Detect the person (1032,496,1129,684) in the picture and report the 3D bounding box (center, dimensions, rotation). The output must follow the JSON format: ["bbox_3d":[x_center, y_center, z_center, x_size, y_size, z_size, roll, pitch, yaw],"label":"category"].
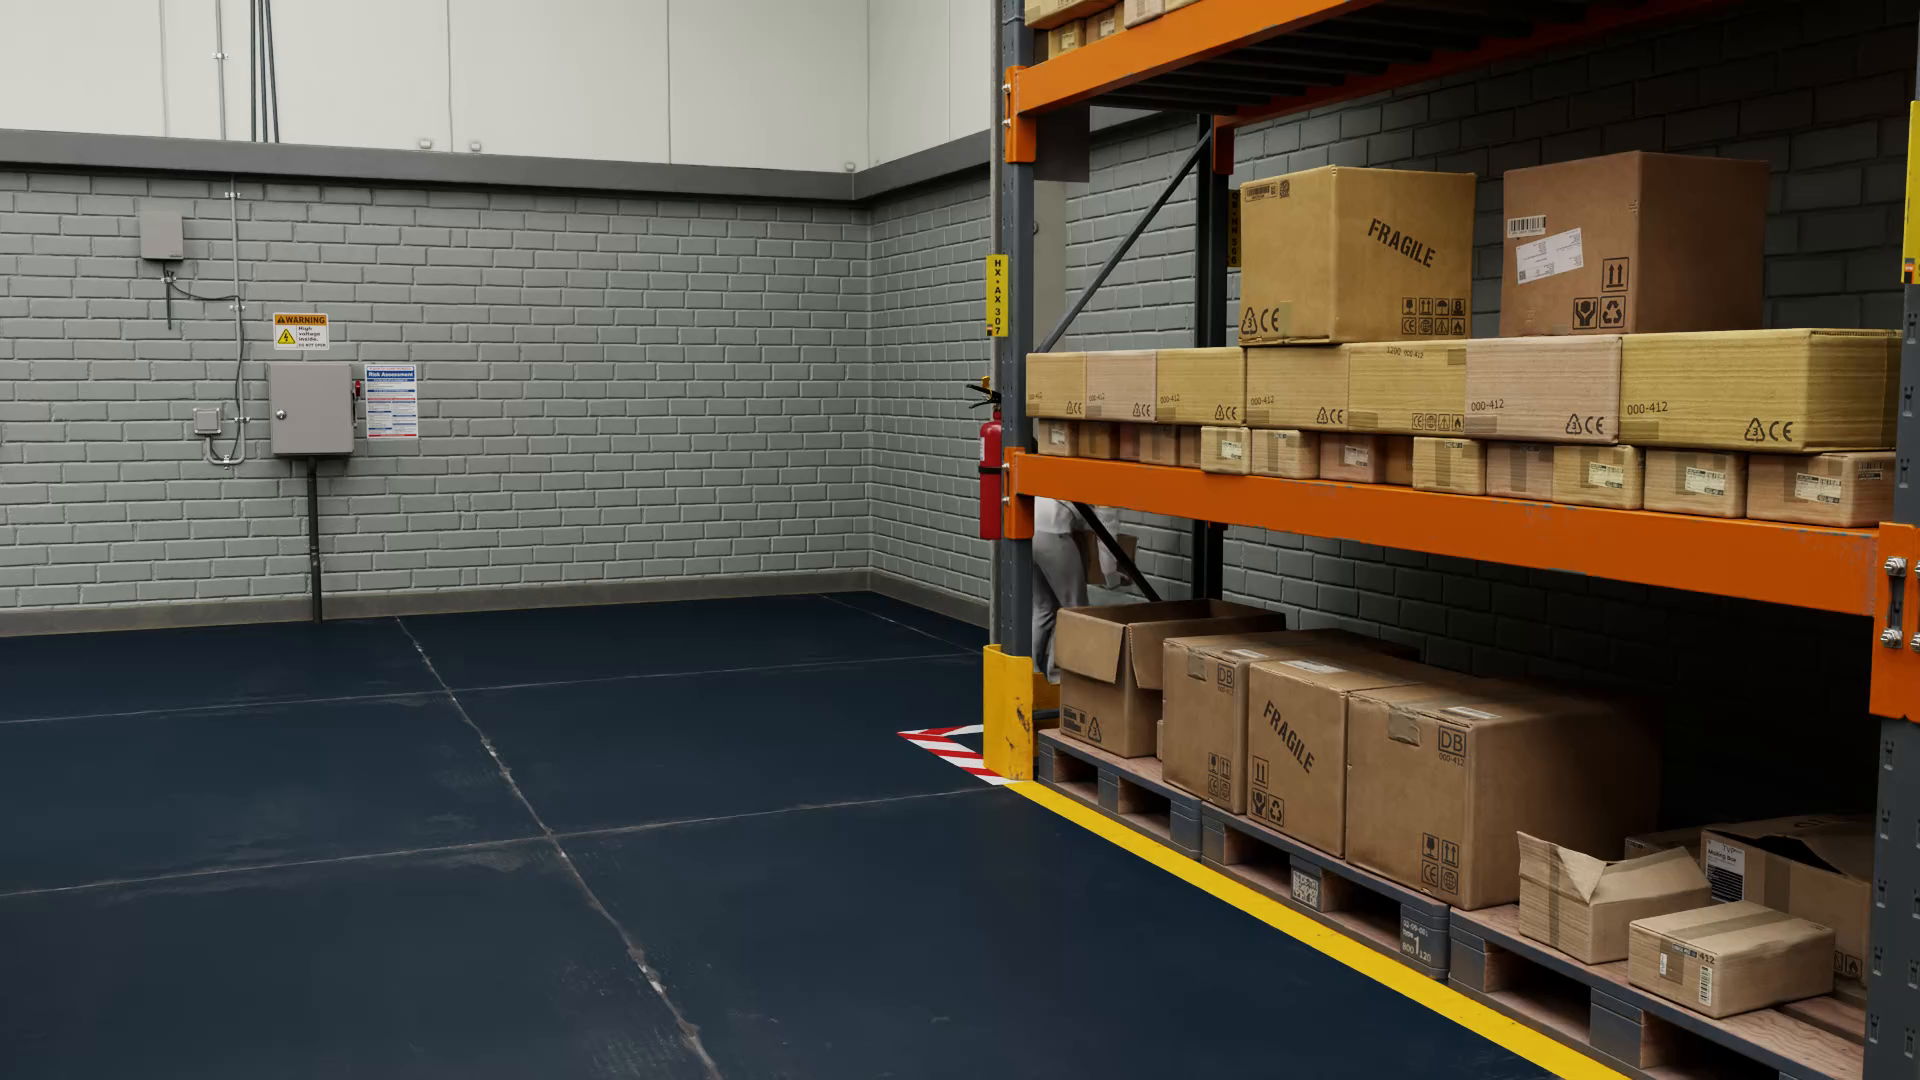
[{"bbox_3d":[0.596,0.068,8.258,0.752,1.488,0.402,-3,6,-25],"label":"person"}]
